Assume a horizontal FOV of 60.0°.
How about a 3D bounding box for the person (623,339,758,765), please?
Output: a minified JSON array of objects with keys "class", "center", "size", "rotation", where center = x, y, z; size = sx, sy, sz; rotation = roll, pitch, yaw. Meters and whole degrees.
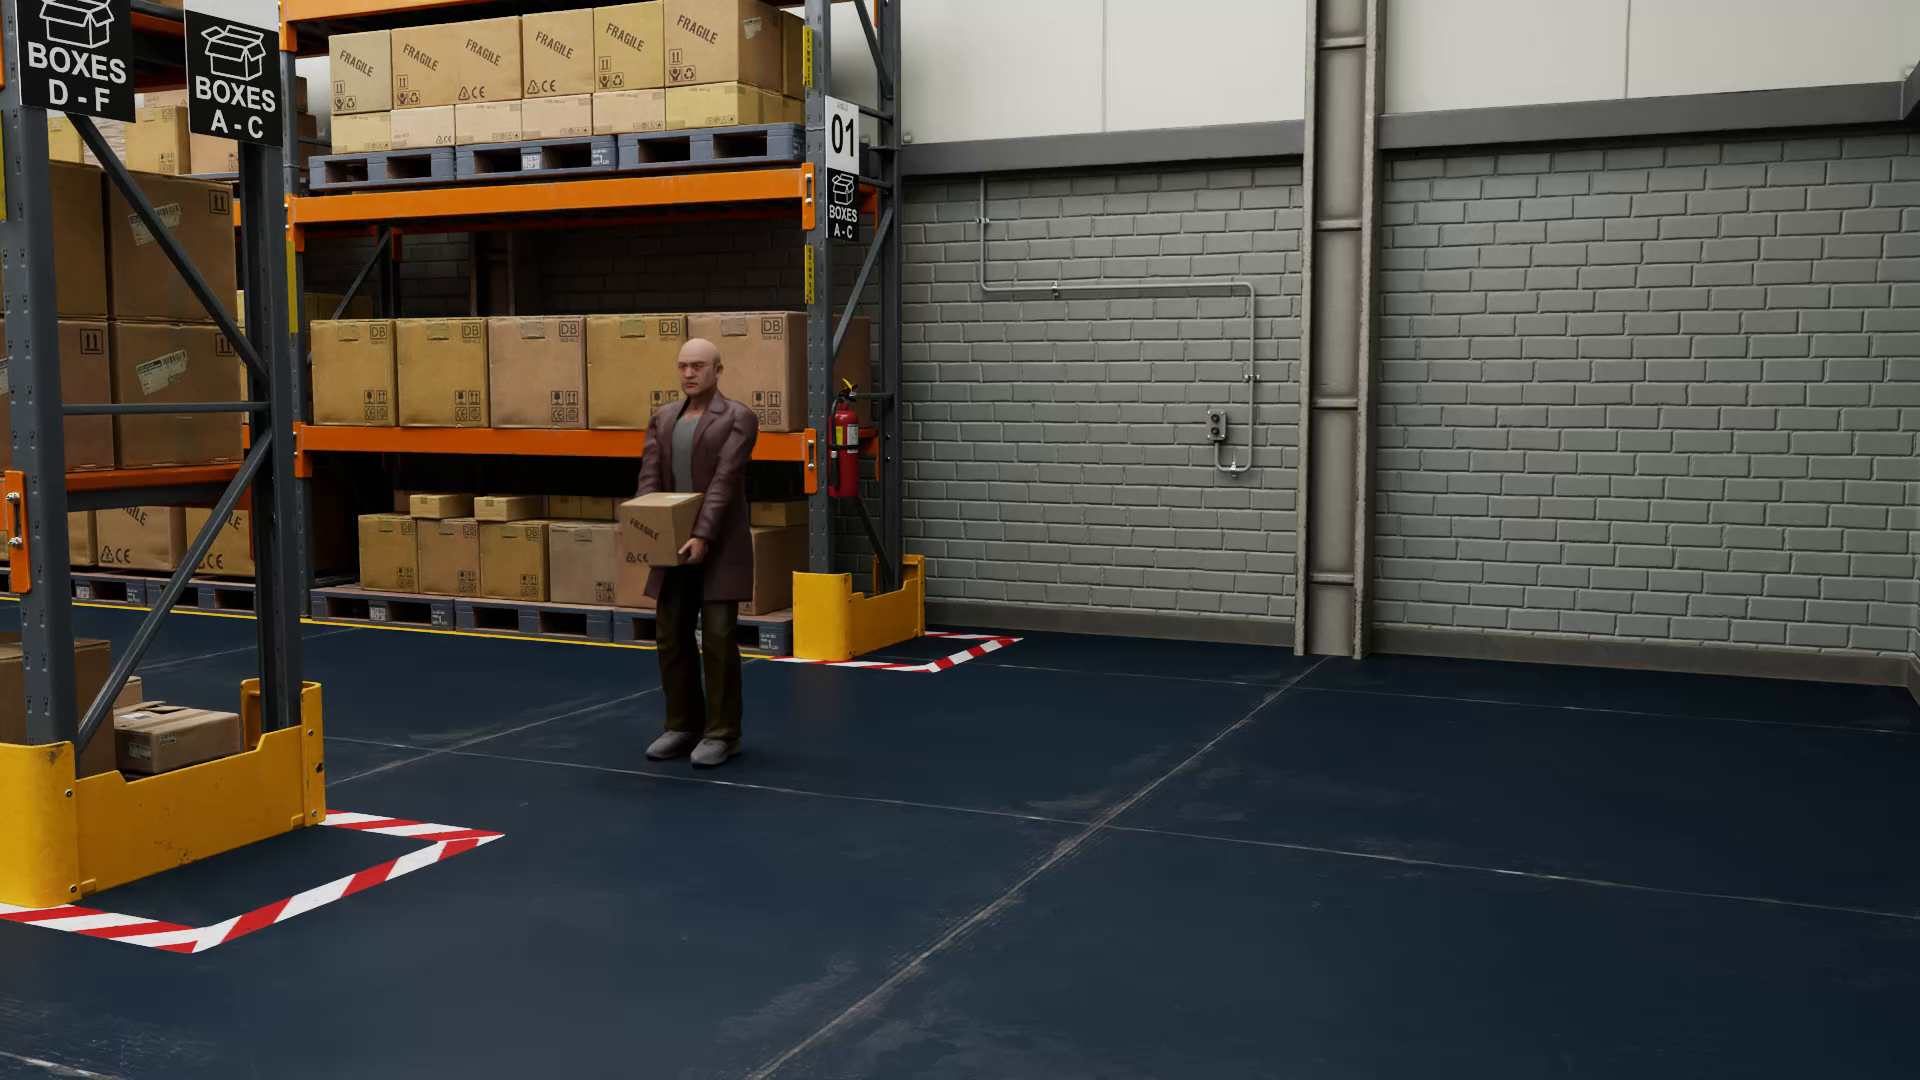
[{"class":"person","center":[-1.134,0.049,6.982],"size":[0.528,1.779,0.569],"rotation":[2,6,23]}]
